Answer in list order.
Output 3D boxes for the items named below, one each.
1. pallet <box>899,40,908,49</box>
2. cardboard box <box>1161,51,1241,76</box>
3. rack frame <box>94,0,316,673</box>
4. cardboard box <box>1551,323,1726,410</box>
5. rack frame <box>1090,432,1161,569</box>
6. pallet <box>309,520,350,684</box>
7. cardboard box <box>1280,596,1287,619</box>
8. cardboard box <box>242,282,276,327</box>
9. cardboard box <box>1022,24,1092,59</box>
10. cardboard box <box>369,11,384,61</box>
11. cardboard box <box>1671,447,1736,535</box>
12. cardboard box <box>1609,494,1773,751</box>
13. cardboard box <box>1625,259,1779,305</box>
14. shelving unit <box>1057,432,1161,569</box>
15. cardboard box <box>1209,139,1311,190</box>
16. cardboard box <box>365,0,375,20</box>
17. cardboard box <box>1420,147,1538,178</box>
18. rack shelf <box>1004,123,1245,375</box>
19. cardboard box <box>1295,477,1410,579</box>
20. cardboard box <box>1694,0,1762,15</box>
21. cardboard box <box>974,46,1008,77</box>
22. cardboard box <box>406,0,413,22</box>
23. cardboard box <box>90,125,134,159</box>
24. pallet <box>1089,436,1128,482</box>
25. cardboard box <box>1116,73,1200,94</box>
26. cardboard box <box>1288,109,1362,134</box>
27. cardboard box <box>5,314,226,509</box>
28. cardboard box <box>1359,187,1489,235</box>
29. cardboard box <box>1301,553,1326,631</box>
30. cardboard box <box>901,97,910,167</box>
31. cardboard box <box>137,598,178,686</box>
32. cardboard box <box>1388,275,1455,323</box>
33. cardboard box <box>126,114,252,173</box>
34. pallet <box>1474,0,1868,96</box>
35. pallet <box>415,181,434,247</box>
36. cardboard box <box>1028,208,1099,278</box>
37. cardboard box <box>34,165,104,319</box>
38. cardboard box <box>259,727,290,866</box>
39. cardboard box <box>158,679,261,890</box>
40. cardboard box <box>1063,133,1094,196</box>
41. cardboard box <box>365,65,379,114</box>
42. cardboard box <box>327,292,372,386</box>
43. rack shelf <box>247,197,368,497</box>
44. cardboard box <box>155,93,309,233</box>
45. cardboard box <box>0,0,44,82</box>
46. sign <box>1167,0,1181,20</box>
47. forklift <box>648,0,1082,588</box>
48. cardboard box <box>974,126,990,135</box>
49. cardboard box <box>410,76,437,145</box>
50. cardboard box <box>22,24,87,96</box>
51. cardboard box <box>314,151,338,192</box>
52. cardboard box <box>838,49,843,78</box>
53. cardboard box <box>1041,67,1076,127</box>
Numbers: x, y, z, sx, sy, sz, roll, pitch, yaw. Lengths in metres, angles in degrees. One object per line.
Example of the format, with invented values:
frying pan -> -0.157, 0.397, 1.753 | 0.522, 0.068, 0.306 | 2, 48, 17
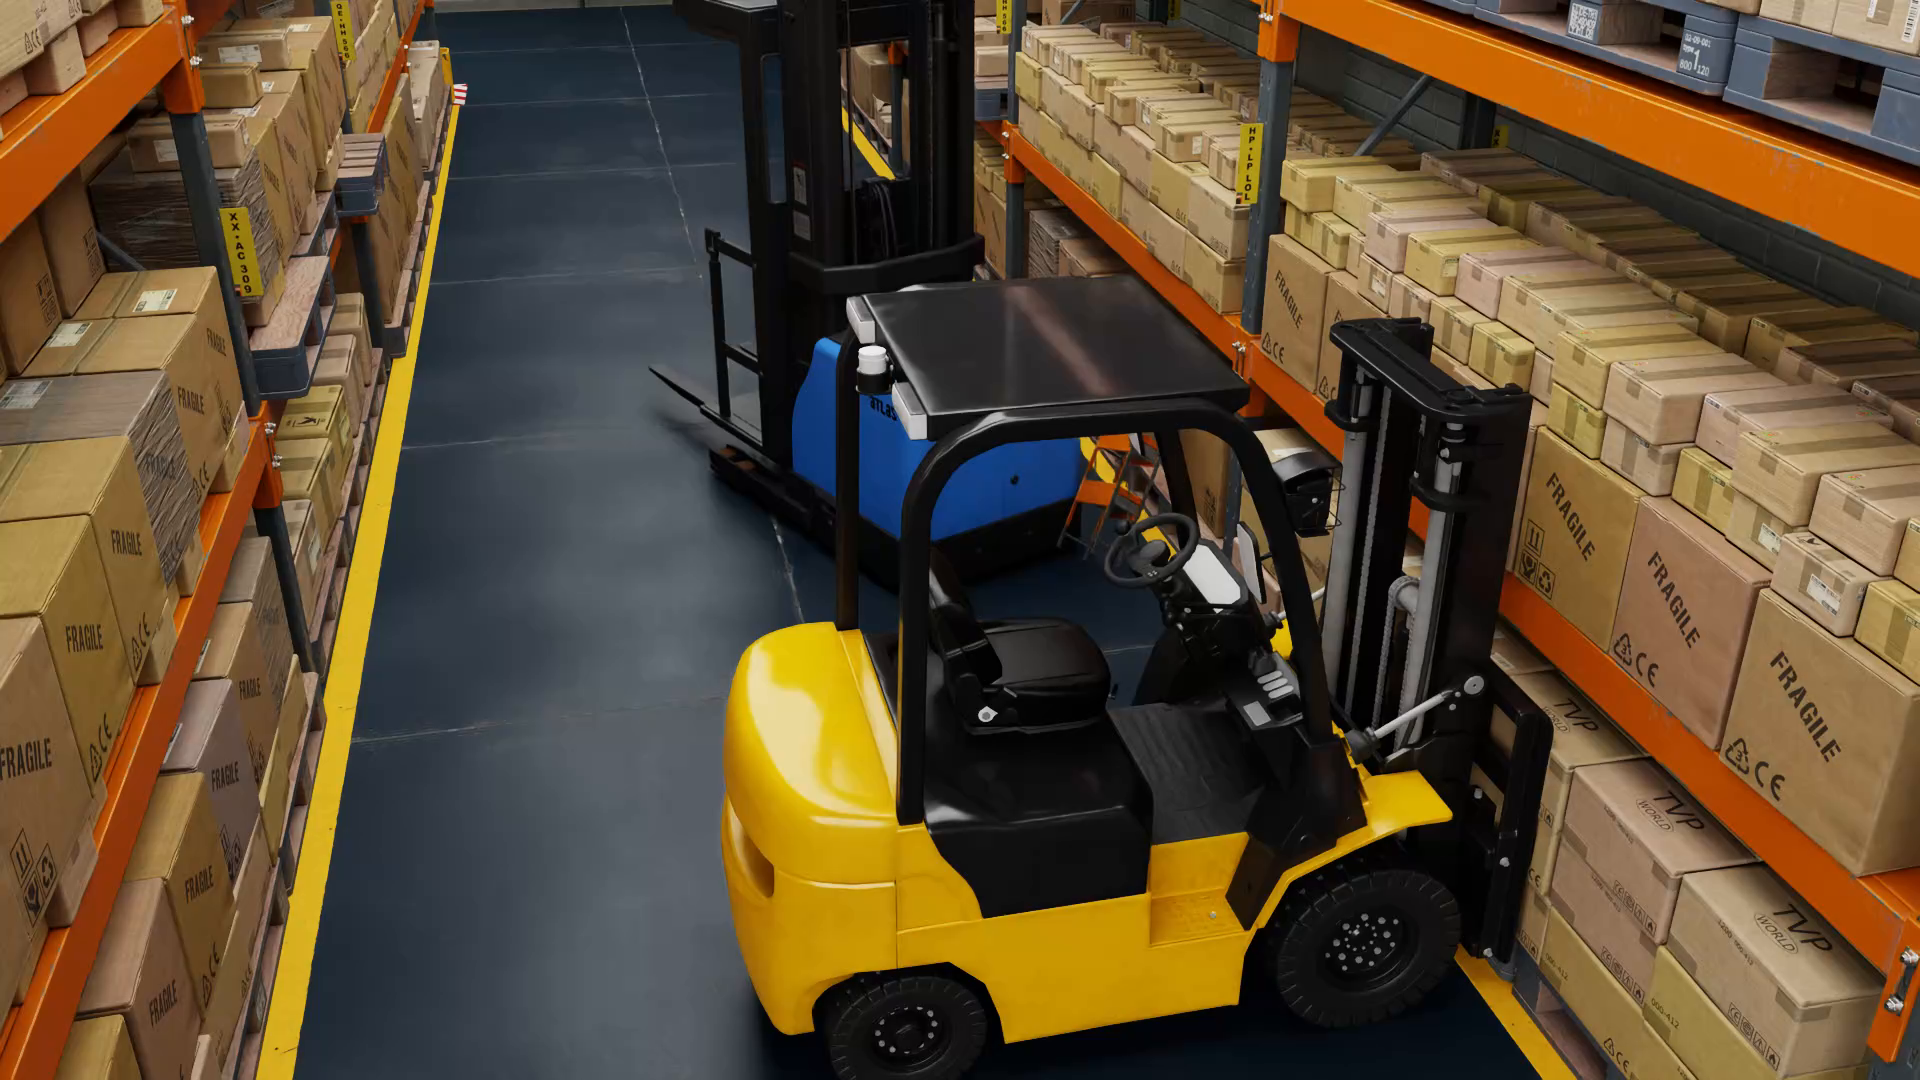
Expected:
pallet -> -0.026, -4.166, 13.389 | 1.003, 0.211, 1.213 | -6, 27, -12
cardboard box -> 1.345, -2.623, 9.288 | 0.380, 0.149, 0.250 | -6, 27, -12
rack frame -> -3.132, -0.596, 6.103 | 1.000, 3.000, 0.127 | -6, 27, -12
cardboard box -> 1.933, -0.499, 4.749 | 0.380, 0.149, 0.250 | -5, 27, -11
rack frame -> 0.870, -0.387, 7.830 | 0.200, 1.050, 0.008 | 27, -9, -37
pallet -> -3.309, 0.307, 7.408 | 1.003, 0.211, 1.213 | -6, 27, -12
cardboard box -> 1.619, 0.405, 6.703 | 0.500, 0.250, 0.500 | -7, 28, -13
cardboard box -> -2.949, -0.946, 6.609 | 0.380, 0.149, 0.250 | -6, 27, -11
cardboard box -> 0.586, -3.022, 10.078 | 0.380, 0.149, 0.250 | -5, 27, -10
cardboard box -> -4.225, -3.427, 11.323 | 0.500, 0.250, 0.500 | -5, 27, -11
cardboard box -> 2.123, -0.143, 4.374 | 0.380, 0.149, 0.250 | -6, 27, -12
cardboard box -> 2.130, 0.191, 4.431 | 0.500, 0.500, 0.500 | -5, 27, -10
cardboard box -> 2.353, -0.780, 5.305 | 0.380, 0.149, 0.250 | -5, 27, -10
shelving unit -> 0.798, -0.403, 7.927 | 0.215, 1.050, 0.252 | 27, -9, -37
cardboard box -> 1.334, -1.675, 7.409 | 0.380, 0.149, 0.250 | -6, 27, -12
cardboard box -> -4.240, -3.752, 11.134 | 0.500, 0.500, 0.500 | -6, 27, -11
cardboard box -> 2.069, -1.460, 6.652 | 0.380, 0.149, 0.250 | -6, 27, -11
rack shelf -> 1.252, -1.659, 9.006 | 1.077, 0.370, 4.000 | -6, 27, -12
cardboard box -> 1.612, -0.039, 6.473 | 0.500, 0.250, 0.500 | -6, 27, -12
cardboard box -> 2.134, -1.591, 4.057 | 0.700, 0.500, 0.500 | -6, 27, -11
cardboard box -> 0.280, -3.183, 11.040 | 0.380, 0.149, 0.250 | -5, 27, -11
cardboard box -> -4.895, -4.607, 13.938 | 0.500, 0.500, 0.500 | -6, 27, -11
cardboard box -> -3.573, -1.358, 6.705 | 0.500, 0.500, 0.500 | -6, 27, -11
pallet -> 1.220, -0.713, 9.429 | 1.003, 0.211, 1.213 | -6, 27, -12
cardboard box -> 1.040, -2.353, 8.751 | 0.380, 0.149, 0.250 | -6, 27, -12
cardboard box -> 1.690, -1.955, 7.964 | 0.380, 0.149, 0.250 | -6, 27, -12
cardboard box -> -2.667, -0.379, 5.230 | 0.500, 0.500, 0.500 | -5, 27, -10
cardboard box -> 1.699, -1.182, 6.103 | 0.380, 0.149, 0.250 | -6, 27, -13
cardboard box -> 1.627, 0.179, 6.596 | 0.500, 0.250, 0.500 | -6, 27, -12
cardboard box -> -0.210, -3.450, 14.065 | 0.500, 0.500, 0.500 | -5, 27, -9
cardboard box -> -2.409, 0.296, 4.613 | 0.380, 0.149, 0.250 | -6, 27, -11
cardboard box -> 1.705, -0.813, 5.702 | 0.380, 0.149, 0.250 | -6, 27, -12
cardboard box -> -2.894, -1.493, 6.253 | 0.380, 0.149, 0.250 | -6, 27, -12
pallet -> 2.192, -1.495, 4.653 | 1.003, 0.211, 1.213 | -6, 27, -12
pallet -> -4.688, -2.532, 13.033 | 1.003, 0.211, 1.213 | -6, 27, -12
cardboard box -> 0.929, -1.710, 10.479 | 0.875, 0.625, 0.625 | -5, 27, -10
cardboard box -> -3.244, -1.005, 5.361 | 0.700, 0.500, 0.500 | -6, 27, -12
cardboard box -> -2.607, 0.909, 5.706 | 0.500, 0.250, 0.500 | -7, 28, -13
cardboard box -> -2.505, 0.788, 5.112 | 0.500, 0.500, 0.500 | -5, 27, -9
cardboard box -> 0.895, -2.125, 9.297 | 0.500, 0.250, 0.500 | -7, 28, -13
cardboard box -> -4.144, -2.980, 10.992 | 0.500, 0.250, 0.500 | -5, 27, -10
cardboard box -> -3.916, -1.118, 9.586 | 0.950, 0.372, 0.625 | -8, 28, -15
rack shelf -> -3.583, -1.153, 8.004 | 1.077, 0.370, 4.000 | -6, 27, -12
cardboard box -> -3.170, -1.634, 7.252 | 0.500, 0.500, 0.500 | -6, 27, -12
cardboard box -> -2.426, -1.166, 3.739 | 0.500, 0.250, 0.500 | -5, 27, -10
sign -> 1.341, -3.433, 10.437 | 0.100, 0.325, 0.005 | -6, 27, -12
forklift -> -0.679, -1.676, 8.318 | 1.130, 2.935, 3.031 | -18, 32, -32
cardboard box -> 0.172, -2.995, 12.444 | 0.380, 0.149, 0.250 | -7, 28, -14
cardboard box -> -5.175, -3.832, 14.890 | 0.875, 0.438, 0.875 | -7, 28, -13
cardboard box -> -2.546, -1.263, 4.372 | 0.380, 0.149, 0.250 | -5, 27, -10
cardboard box -> -3.375, -1.861, 8.420 | 0.380, 0.149, 0.250 | -5, 27, -11
cardboard box -> -0.956, -5.165, 17.458 | 0.797, 0.503, 0.637 | -7, 28, -14
cardboard box -> 0.775, -2.575, 9.634 | 0.500, 0.250, 0.500 | -5, 27, -10
